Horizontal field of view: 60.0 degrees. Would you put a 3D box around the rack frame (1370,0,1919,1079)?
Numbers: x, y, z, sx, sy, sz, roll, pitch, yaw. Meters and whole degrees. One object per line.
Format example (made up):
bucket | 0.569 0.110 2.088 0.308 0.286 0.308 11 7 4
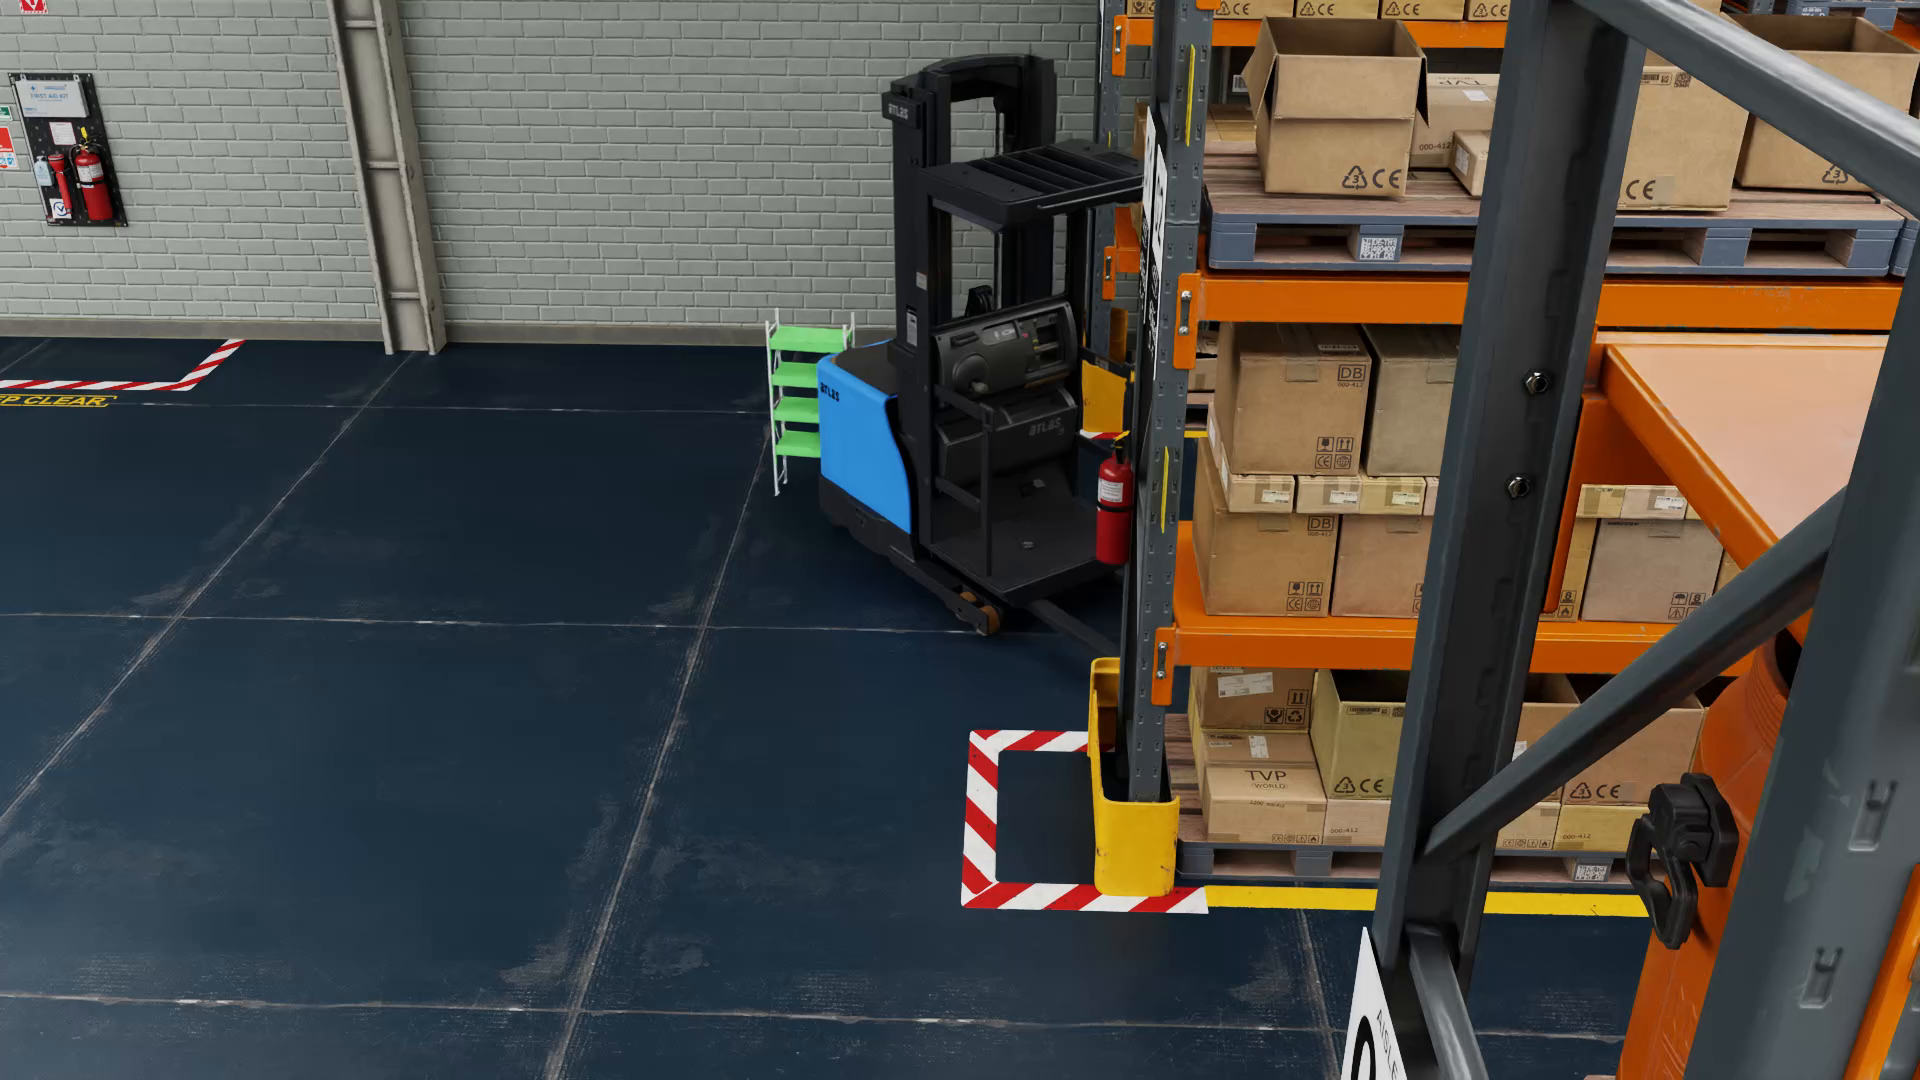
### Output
rack frame | 0.635 -0.367 1.334 0.127 3.000 1.000 1 28 2

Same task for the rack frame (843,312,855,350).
rack frame | -0.688 -0.834 10.542 0.015 1.200 0.240 5 28 8

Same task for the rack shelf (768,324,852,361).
rack shelf | -0.929 -1.221 10.383 0.480 0.148 0.258 5 28 8

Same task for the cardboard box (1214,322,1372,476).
cardboard box | 1.332 -0.637 6.758 0.500 0.500 0.700 1 28 2

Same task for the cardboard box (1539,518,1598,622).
cardboard box | 2.300 -0.048 7.031 0.500 0.500 0.700 1 28 2

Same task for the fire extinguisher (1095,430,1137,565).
fire extinguisher | 0.712 -0.220 7.545 0.183 0.674 0.296 1 28 2

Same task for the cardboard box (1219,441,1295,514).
cardboard box | 1.198 -0.258 6.735 0.250 0.149 0.380 1 28 1

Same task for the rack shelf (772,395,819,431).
rack shelf | -0.929 -0.797 10.608 0.480 0.148 0.258 5 28 8

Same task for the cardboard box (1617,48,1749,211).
cardboard box | 2.463 -1.496 5.962 0.500 0.500 0.500 1 28 2

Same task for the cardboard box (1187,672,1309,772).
cardboard box | 1.360 0.865 7.902 0.500 0.250 0.500 1 28 2

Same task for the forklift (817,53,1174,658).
forklift | 0.388 -1.022 9.048 1.130 2.935 3.031 -19 33 -31

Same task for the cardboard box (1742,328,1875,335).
cardboard box | 3.362 -0.607 6.700 0.500 0.500 0.700 1 28 2

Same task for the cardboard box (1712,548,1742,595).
cardboard box | 3.339 -0.033 7.003 0.500 0.500 0.700 1 28 3

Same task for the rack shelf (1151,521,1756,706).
rack shelf | 2.812 0.316 7.219 4.000 0.370 1.077 1 28 2

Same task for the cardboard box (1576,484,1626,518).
cardboard box | 2.485 -0.238 6.696 0.250 0.149 0.380 1 28 1

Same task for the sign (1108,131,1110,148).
sign | 0.965 -2.482 10.805 0.005 0.325 0.100 1 28 2

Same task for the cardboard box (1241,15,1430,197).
cardboard box | 1.387 -1.641 6.233 0.637 0.503 0.797 3 28 5

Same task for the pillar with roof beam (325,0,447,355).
pillar with roof beam | -4.434 -3.481 7.209 0.400 9.000 9.100 1 28 2

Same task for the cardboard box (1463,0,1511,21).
cardboard box | 3.408 -3.564 10.440 0.500 0.500 0.500 0 28 0

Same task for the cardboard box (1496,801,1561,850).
cardboard box | 2.341 1.123 7.417 0.500 0.250 0.500 1 28 2

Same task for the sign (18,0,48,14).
sign | -6.755 -3.975 12.072 0.199 0.298 0.001 1 28 2

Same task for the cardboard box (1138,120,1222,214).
cardboard box | 1.451 -2.479 11.061 0.500 0.500 0.500 1 28 2

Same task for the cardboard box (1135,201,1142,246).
cardboard box | 1.461 -2.139 11.222 0.500 0.250 0.500 0 28 0

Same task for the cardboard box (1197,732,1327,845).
cardboard box | 1.341 1.108 7.445 0.500 0.250 0.500 1 28 2

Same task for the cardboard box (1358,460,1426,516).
cardboard box | 1.711 -0.250 6.720 0.250 0.149 0.380 1 28 2

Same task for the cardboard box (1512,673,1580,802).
cardboard box | 2.341 0.786 7.251 0.500 0.500 0.500 1 28 2

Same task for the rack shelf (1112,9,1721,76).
rack shelf | 2.983 -3.328 10.890 4.000 0.370 1.077 1 28 2

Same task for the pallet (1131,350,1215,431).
pallet | 1.871 -1.090 12.081 1.213 0.211 1.003 1 28 2

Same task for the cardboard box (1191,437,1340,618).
cardboard box | 1.279 -0.065 7.063 0.500 0.500 0.700 1 28 2

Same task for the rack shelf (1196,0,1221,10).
rack shelf | 2.812 -2.158 5.907 4.000 0.370 1.077 1 28 2

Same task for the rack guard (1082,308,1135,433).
rack guard | 1.060 -1.248 12.070 0.348 0.500 1.175 1 28 2

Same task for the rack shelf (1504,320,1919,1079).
rack shelf | 2.634 0.161 1.534 4.000 0.370 1.077 1 28 2

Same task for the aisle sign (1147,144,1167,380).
aisle sign | 0.737 -1.041 6.235 0.004 0.787 0.394 1 28 2

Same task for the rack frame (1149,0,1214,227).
rack frame | 0.813 -2.685 5.707 0.127 3.000 1.000 1 28 2

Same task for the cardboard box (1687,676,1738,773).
cardboard box | 3.341 0.804 7.217 0.500 0.500 0.500 1 28 2

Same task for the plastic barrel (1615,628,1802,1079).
plastic barrel | 1.125 0.532 1.934 0.708 0.830 0.600 1 28 2

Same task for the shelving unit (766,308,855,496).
shelving unit | -0.929 -0.853 10.578 0.503 1.200 0.258 5 28 8

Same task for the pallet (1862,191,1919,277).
pallet | 3.957 -1.257 6.310 1.213 0.211 1.003 1 28 2

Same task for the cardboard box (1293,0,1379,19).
cardboard box | 2.364 -3.577 10.464 0.500 0.500 0.500 2 28 4

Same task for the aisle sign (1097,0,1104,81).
aisle sign | 0.902 -3.363 10.615 0.004 0.787 0.394 1 28 2

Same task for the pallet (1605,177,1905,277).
pallet | 2.741 -1.278 6.350 1.213 0.211 1.003 1 28 2

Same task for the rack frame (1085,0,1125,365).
rack frame | 0.984 -2.353 11.487 0.127 3.000 1.000 1 28 2

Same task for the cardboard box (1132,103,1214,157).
cardboard box | 1.463 -2.719 11.515 0.500 0.500 0.500 1 28 1

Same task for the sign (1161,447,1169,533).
sign | 0.788 -0.192 6.401 0.005 0.325 0.100 1 28 2

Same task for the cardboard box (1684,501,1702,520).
cardboard box | 2.997 -0.228 6.678 0.250 0.149 0.380 2 28 3

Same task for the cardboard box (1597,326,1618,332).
cardboard box | 2.362 -0.623 6.731 0.500 0.500 0.700 1 28 2

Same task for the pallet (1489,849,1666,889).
pallet | 2.795 1.212 7.738 1.213 0.211 1.003 1 28 2

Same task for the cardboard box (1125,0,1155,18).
cardboard box | 1.310 -3.609 10.525 0.500 0.500 0.500 2 28 3

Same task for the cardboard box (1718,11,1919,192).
cardboard box | 3.169 -1.673 6.293 0.637 0.503 0.797 4 28 7
